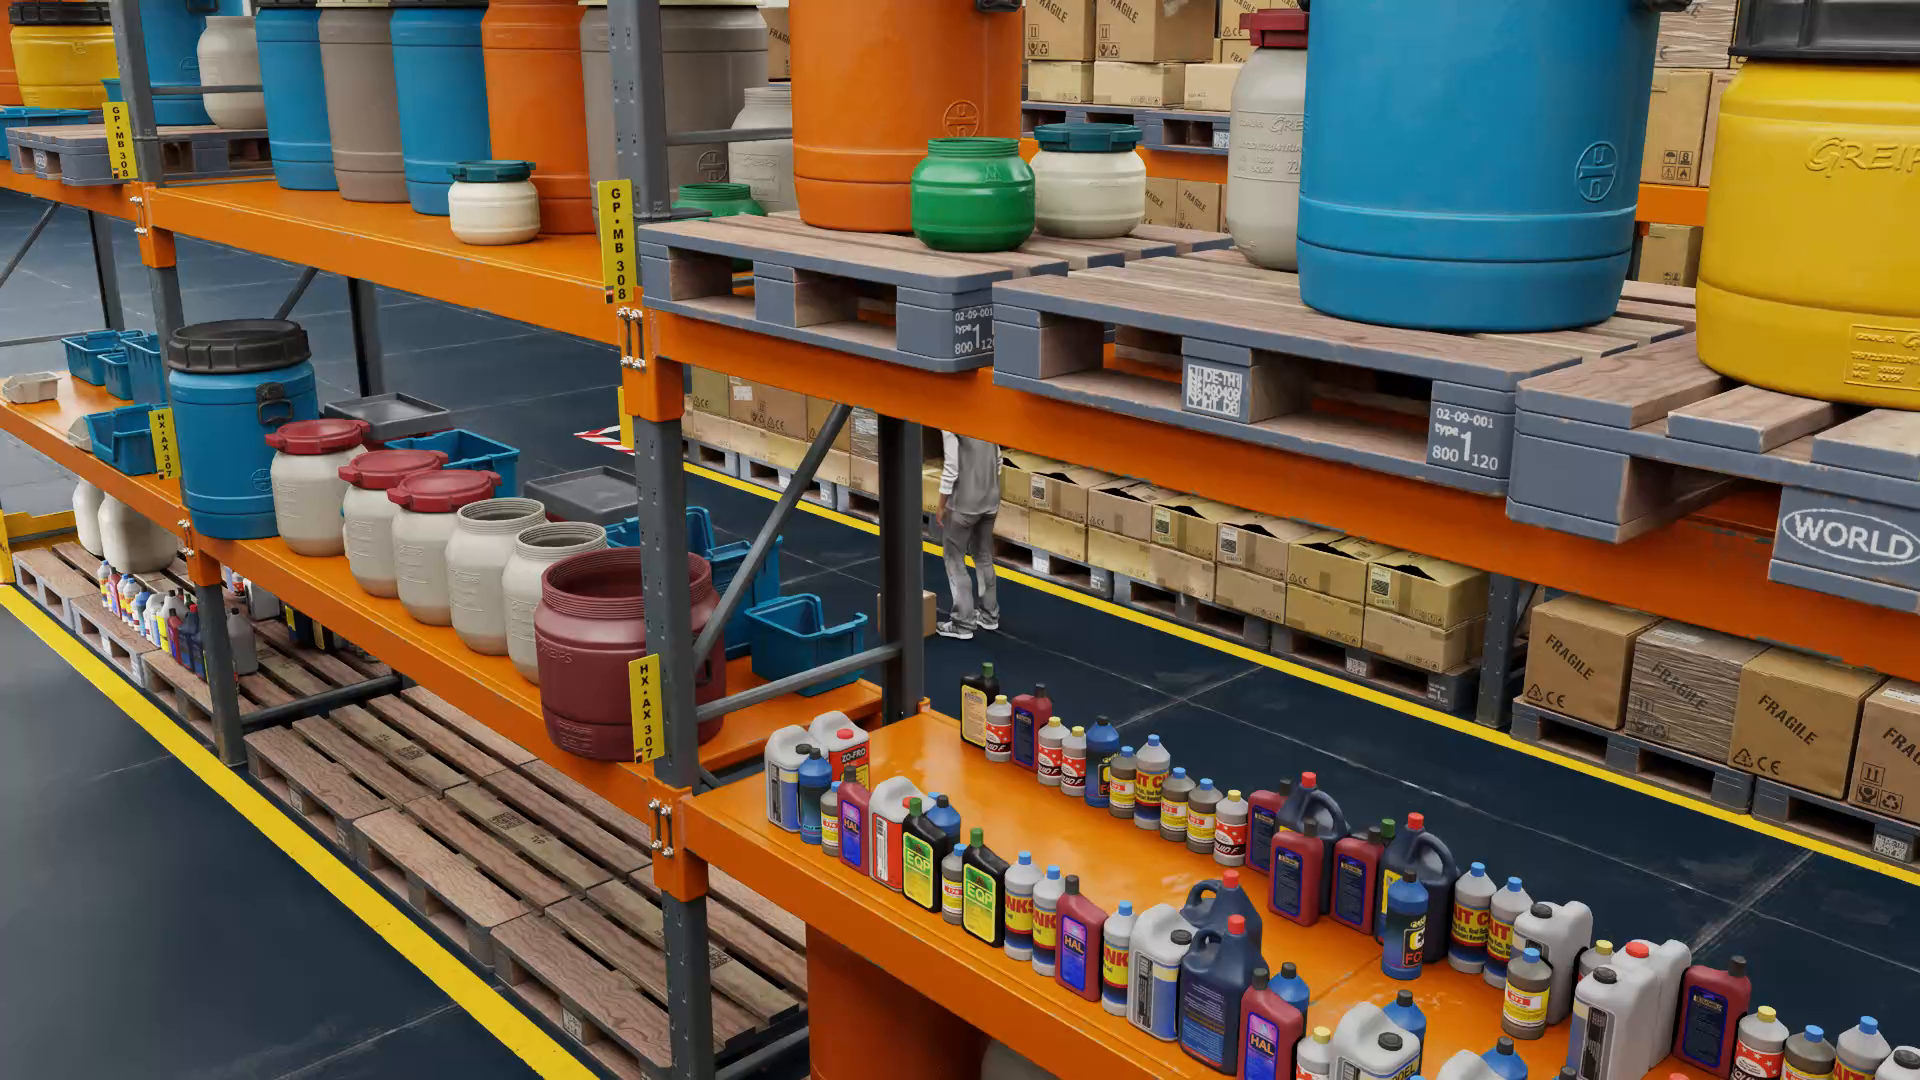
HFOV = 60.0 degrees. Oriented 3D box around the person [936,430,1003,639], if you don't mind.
[{"bbox_3d":[0.052,-0.204,9.710,0.461,1.593,0.344,-16,24,-42],"label":"person"}]
